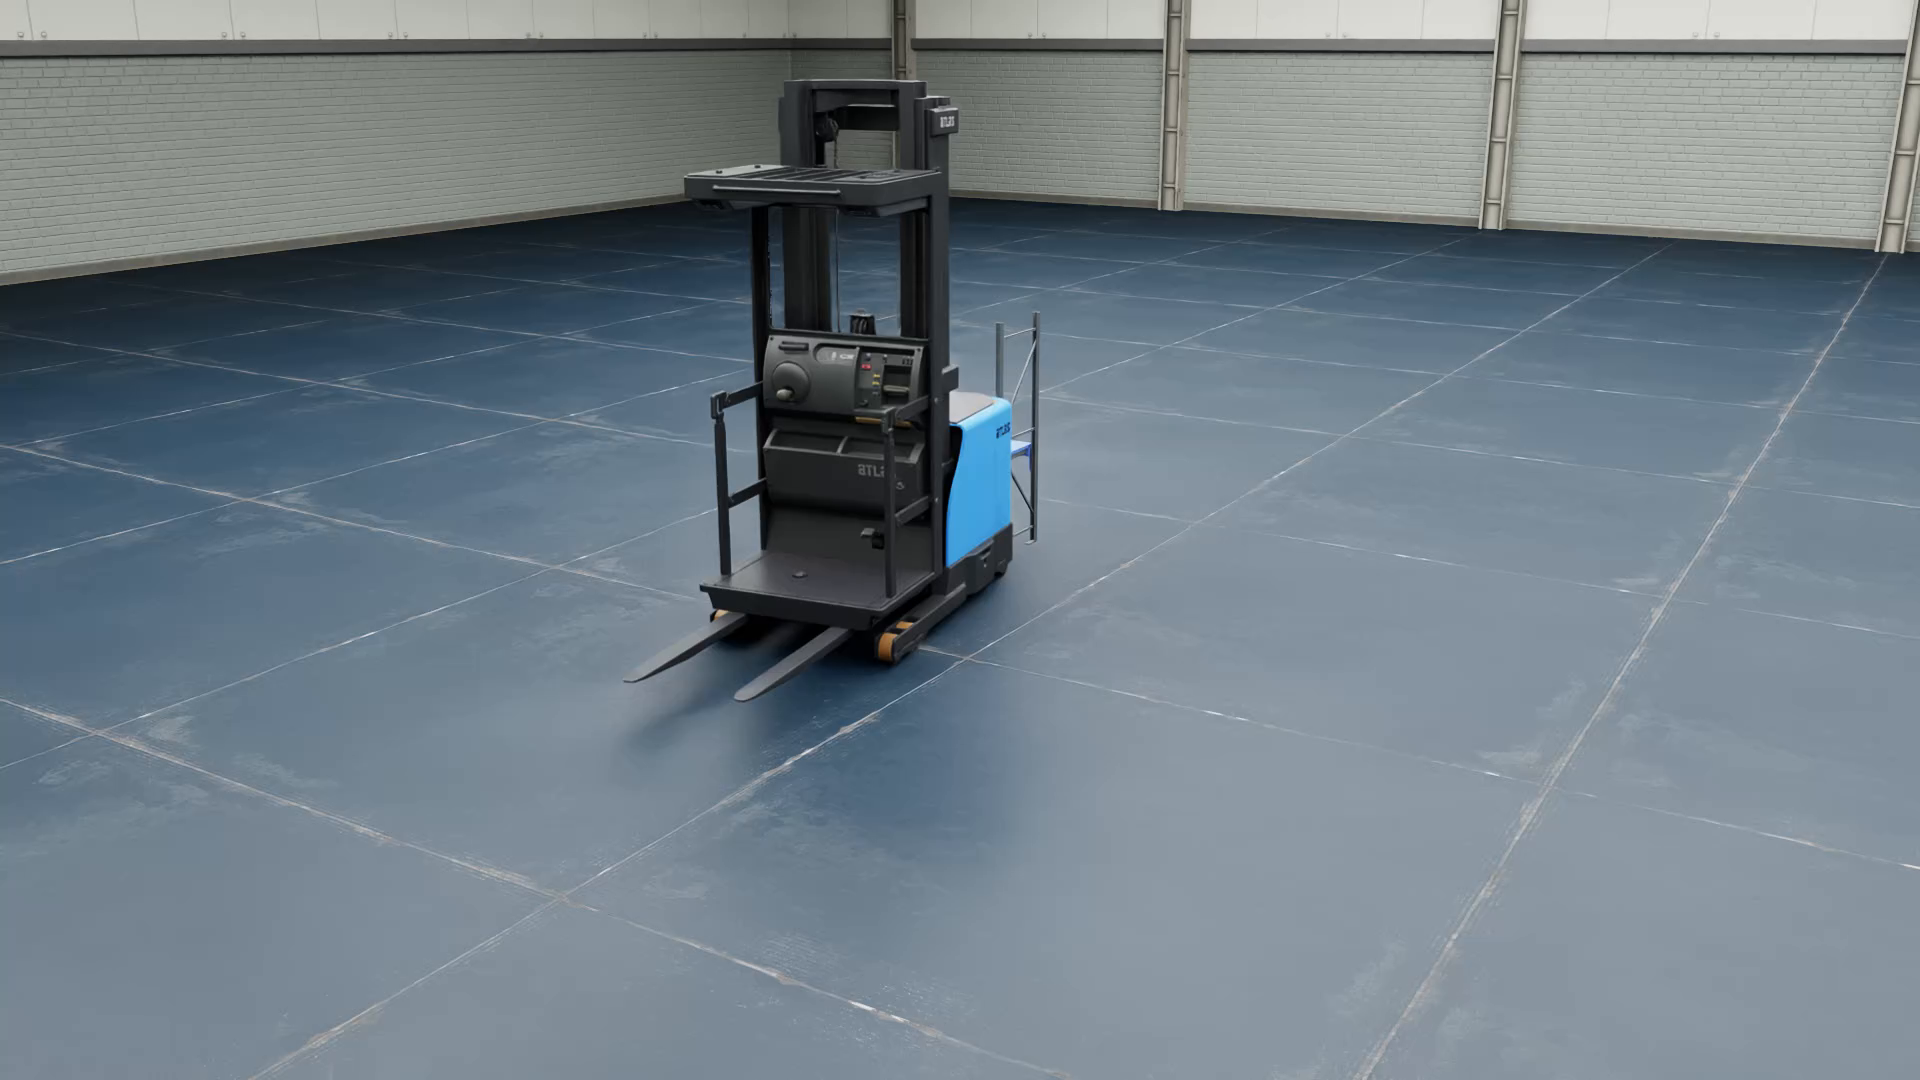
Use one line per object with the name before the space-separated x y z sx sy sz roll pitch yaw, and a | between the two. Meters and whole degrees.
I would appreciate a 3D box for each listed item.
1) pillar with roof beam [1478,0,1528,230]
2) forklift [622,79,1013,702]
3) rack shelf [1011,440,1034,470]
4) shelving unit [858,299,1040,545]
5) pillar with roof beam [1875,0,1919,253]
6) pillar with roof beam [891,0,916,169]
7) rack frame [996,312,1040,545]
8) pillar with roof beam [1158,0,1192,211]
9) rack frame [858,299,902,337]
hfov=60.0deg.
pillar with roof beam | 6.838 -8.562 23.586 0.400 9.000 9.100 10 20 30
forklift | -0.714 -0.889 8.765 1.130 2.935 3.031 7 18 22
rack shelf | -0.073 -0.558 10.758 1.000 0.185 0.538 10 20 30
shelving unit | -0.073 -0.731 10.706 1.048 1.500 0.538 10 20 30
pillar with roof beam | 11.951 -7.650 20.582 0.400 9.000 9.100 10 20 30
pillar with roof beam | -3.387 -10.388 29.595 0.400 9.000 9.100 10 20 30
rack frame | 0.360 -0.653 10.451 0.032 1.500 0.500 10 20 30
pillar with roof beam | 1.725 -9.475 26.591 0.400 9.000 9.100 10 20 30
rack frame | -0.506 -0.808 10.960 0.032 1.500 0.500 10 20 30
